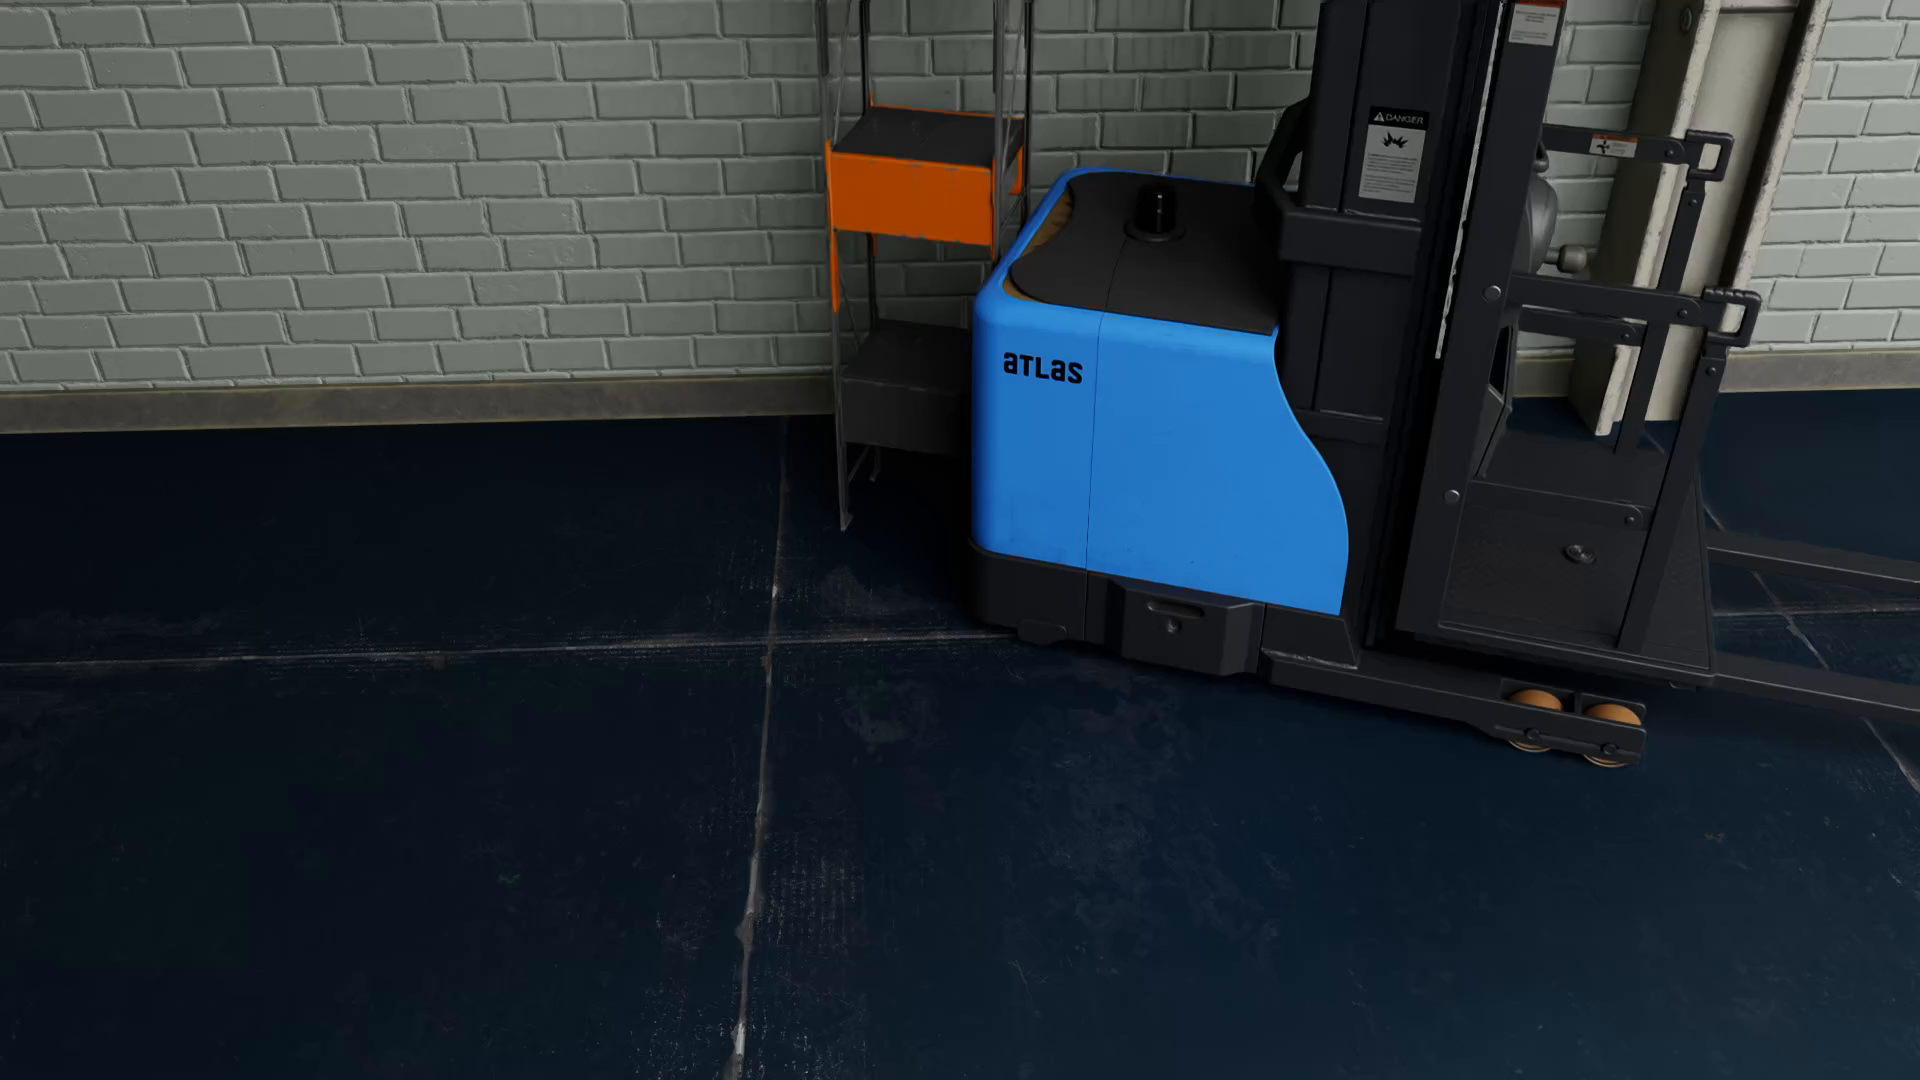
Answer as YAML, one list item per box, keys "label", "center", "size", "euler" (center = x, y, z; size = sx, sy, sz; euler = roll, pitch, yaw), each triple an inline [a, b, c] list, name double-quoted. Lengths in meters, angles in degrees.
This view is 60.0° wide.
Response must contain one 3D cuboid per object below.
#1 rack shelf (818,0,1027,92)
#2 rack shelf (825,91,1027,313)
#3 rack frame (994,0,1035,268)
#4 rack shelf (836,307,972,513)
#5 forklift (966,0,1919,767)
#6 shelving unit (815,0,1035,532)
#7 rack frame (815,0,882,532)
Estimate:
- label: "rack shelf"
  center: [-0.086, -1.530, 4.409]
  size: [0.480, 0.518, 0.431]
  euler: [9, 36, 12]
- label: "rack shelf"
  center: [-0.086, -0.954, 4.807]
  size: [0.480, 0.518, 0.431]
  euler: [9, 36, 12]
- label: "rack frame"
  center: [0.150, -0.930, 4.748]
  size: [0.015, 2.100, 0.400]
  euler: [9, 36, 12]
- label: "rack shelf"
  center: [-0.086, -0.378, 5.205]
  size: [0.480, 0.518, 0.431]
  euler: [9, 36, 12]
- label: "forklift"
  center: [1.592, -0.946, 4.042]
  size: [3.031, 2.935, 1.130]
  euler: [10, 36, 14]
- label: "shelving unit"
  center: [-0.086, -0.965, 4.799]
  size: [0.503, 2.100, 0.431]
  euler: [9, 36, 12]
- label: "rack frame"
  center: [-0.322, -1.000, 4.850]
  size: [0.015, 2.100, 0.400]
  euler: [9, 36, 12]
